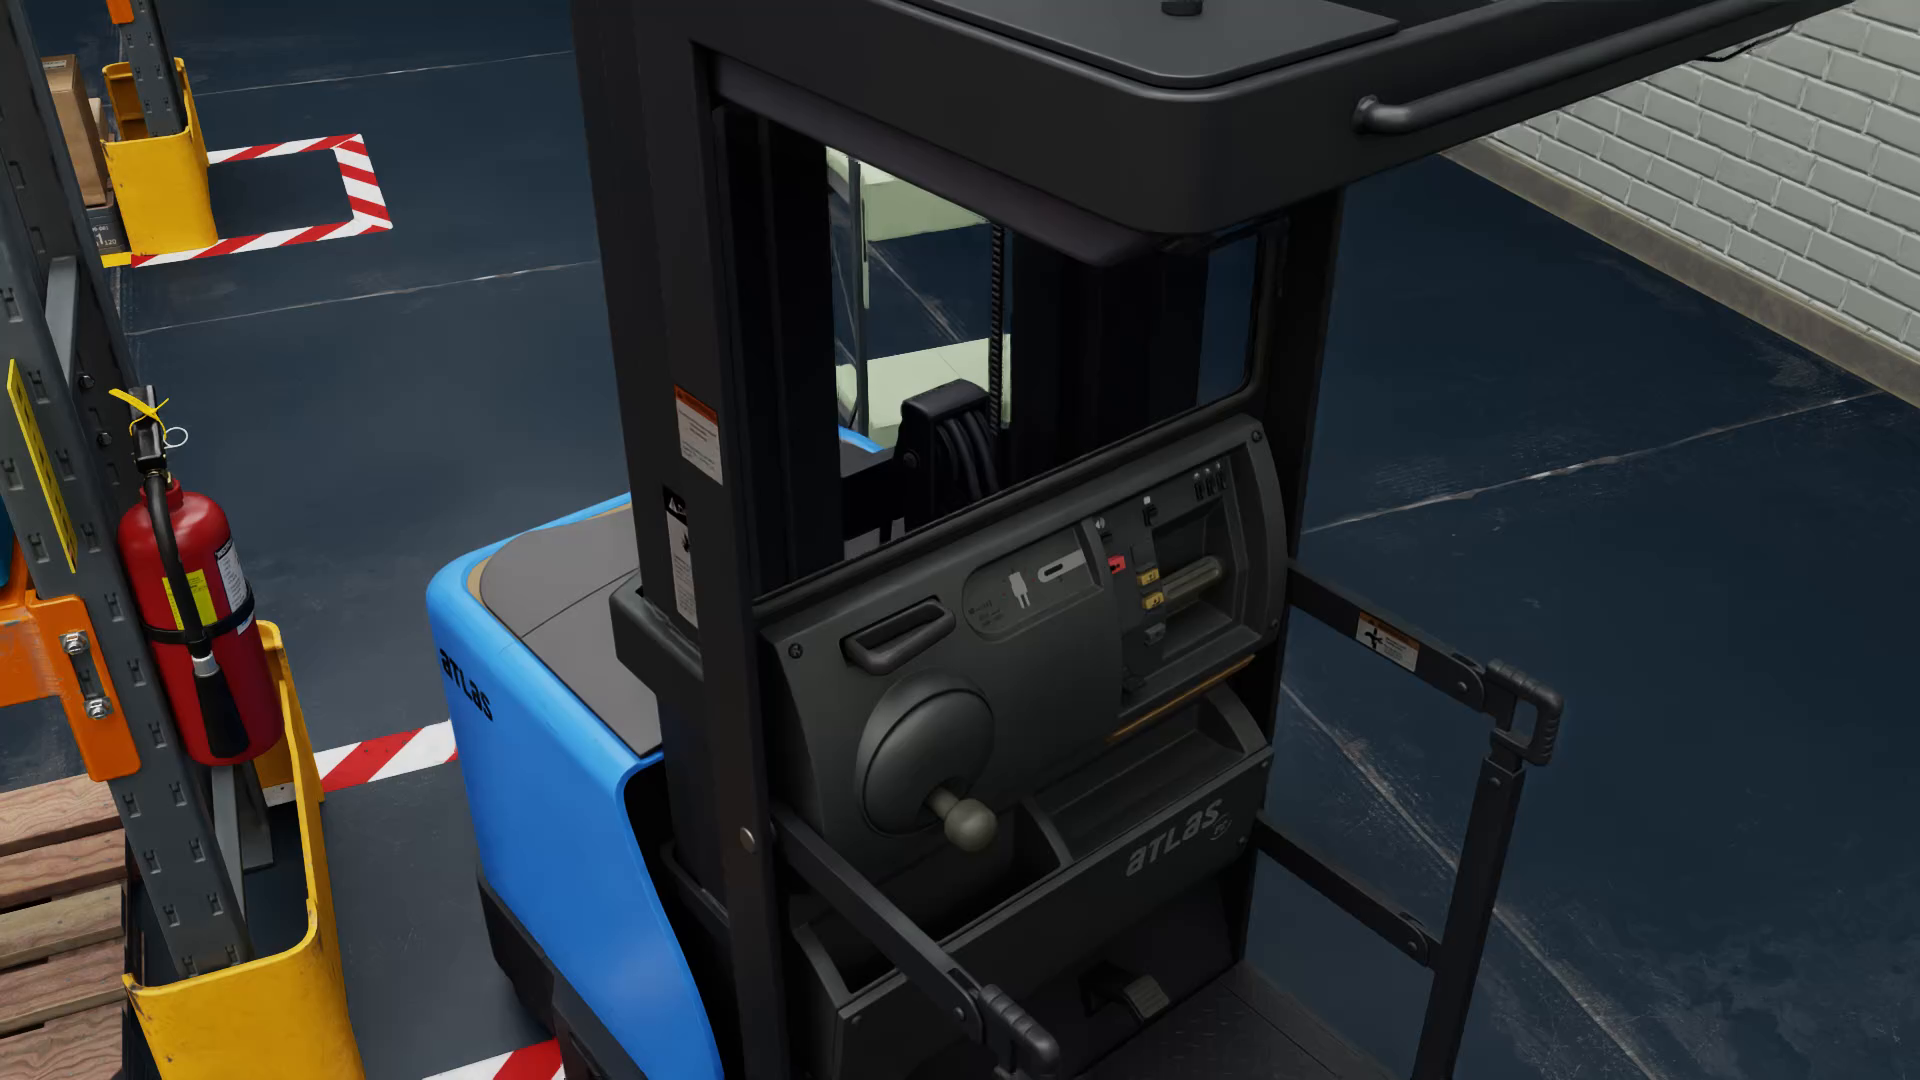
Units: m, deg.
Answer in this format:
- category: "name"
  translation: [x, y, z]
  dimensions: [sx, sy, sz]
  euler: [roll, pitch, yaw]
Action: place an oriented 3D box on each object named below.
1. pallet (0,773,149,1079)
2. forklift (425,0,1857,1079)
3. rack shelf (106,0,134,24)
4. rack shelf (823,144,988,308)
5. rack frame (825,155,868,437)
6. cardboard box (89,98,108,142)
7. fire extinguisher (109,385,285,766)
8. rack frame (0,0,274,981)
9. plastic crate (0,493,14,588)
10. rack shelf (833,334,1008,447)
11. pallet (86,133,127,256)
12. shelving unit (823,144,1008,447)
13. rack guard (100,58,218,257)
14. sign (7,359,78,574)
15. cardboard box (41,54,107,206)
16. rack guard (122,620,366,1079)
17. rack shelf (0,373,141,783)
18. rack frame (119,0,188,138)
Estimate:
- category: "pallet"
  translation: [-2.389, 1.010, 3.503]
  dimensions: [1.213, 0.211, 1.003]
  euler: [-13, 35, -19]
- category: "forklift"
  translation: [0.279, 0.177, 2.290]
  dimensions: [1.130, 2.935, 3.031]
  euler: [-24, 40, -32]
- category: "rack shelf"
  translation: [-5.372, -2.081, 6.357]
  dimensions: [4.000, 0.370, 1.077]
  euler: [-13, 35, -19]
- category: "rack shelf"
  translation: [-0.006, -0.954, 4.626]
  dimensions: [0.720, 0.370, 0.431]
  euler: [-13, 35, -19]
- category: "rack frame"
  translation: [-0.344, -0.550, 4.720]
  dimensions: [0.023, 1.500, 0.400]
  euler: [-13, 35, -19]
- category: "cardboard box"
  translation: [-4.047, -1.878, 7.597]
  dimensions: [0.250, 0.149, 0.380]
  euler: [-13, 35, -19]
- category: "fire extinguisher"
  translation: [-1.299, 0.072, 2.801]
  dimensions: [0.183, 0.674, 0.296]
  euler: [-13, 35, -19]
- category: "rack frame"
  translation: [-1.614, -0.313, 2.981]
  dimensions: [0.127, 3.000, 1.000]
  euler: [-13, 35, -19]
- category: "plastic crate"
  translation: [-1.850, -0.188, 2.702]
  dimensions: [0.499, 0.435, 0.616]
  euler: [-13, 35, -19]
- category: "rack shelf"
  translation: [-0.006, -0.354, 5.017]
  dimensions: [0.720, 0.370, 0.431]
  euler: [-13, 35, -19]
- category: "pallet"
  translation: [-4.333, -1.451, 7.286]
  dimensions: [1.213, 0.211, 1.003]
  euler: [-13, 35, -19]
- category: "shelving unit"
  translation: [-0.006, -0.627, 4.839]
  dimensions: [0.755, 1.500, 0.431]
  euler: [-13, 35, -19]
- category: "rack guard"
  translation: [-3.598, -1.741, 7.467]
  dimensions: [0.348, 0.500, 1.175]
  euler: [-13, 35, -19]
- category: "sign"
  translation: [-1.386, -0.108, 2.516]
  dimensions: [0.005, 0.325, 0.100]
  euler: [-13, 35, -19]
- category: "cardboard box"
  translation: [-3.934, -1.703, 7.005]
  dimensions: [0.500, 0.500, 0.500]
  euler: [-13, 35, -19]
- category: "rack guard"
  translation: [-1.597, 0.723, 3.680]
  dimensions: [0.348, 0.500, 1.175]
  euler: [-13, 35, -19]
- category: "rack shelf"
  translation: [-3.458, 0.411, 2.528]
  dimensions: [4.000, 0.370, 1.077]
  euler: [-13, 35, -19]
- category: "rack frame"
  translation: [-3.528, -2.805, 6.810]
  dimensions: [0.127, 3.000, 1.000]
  euler: [-13, 35, -19]
